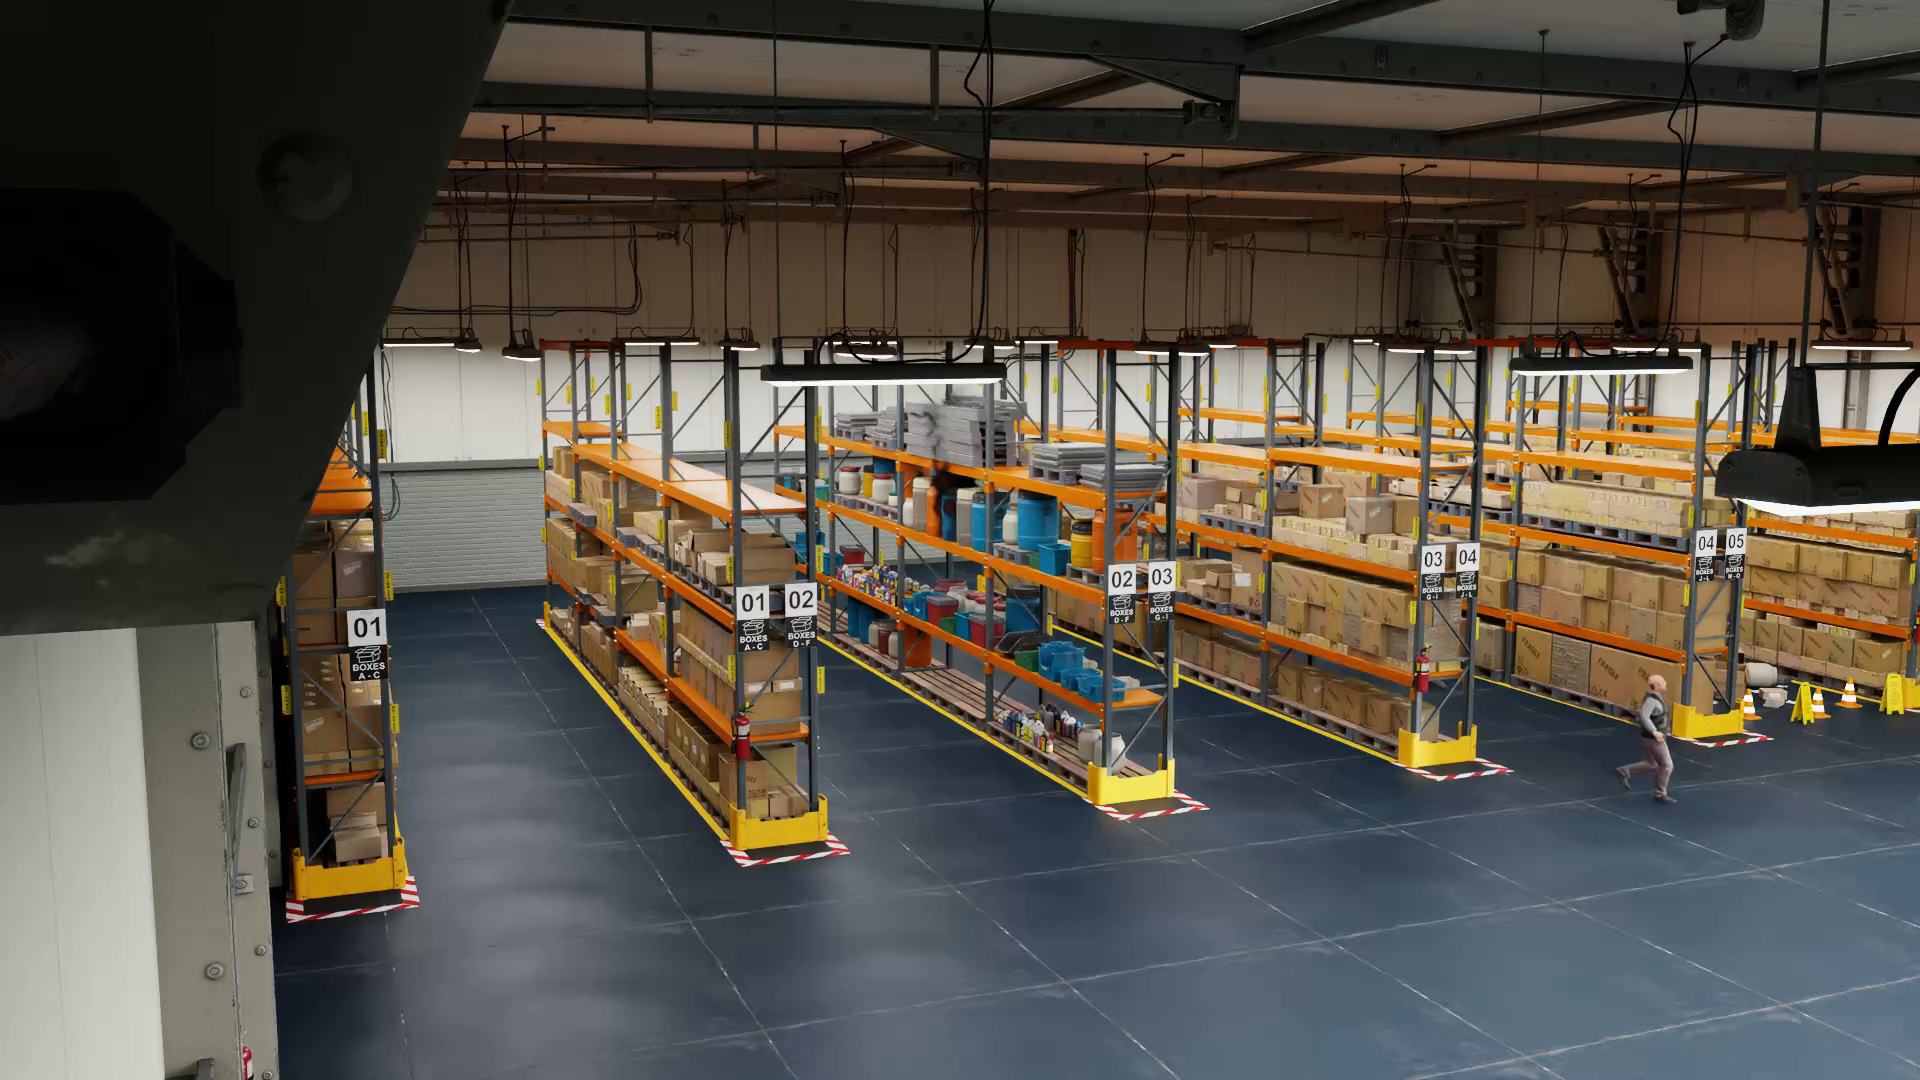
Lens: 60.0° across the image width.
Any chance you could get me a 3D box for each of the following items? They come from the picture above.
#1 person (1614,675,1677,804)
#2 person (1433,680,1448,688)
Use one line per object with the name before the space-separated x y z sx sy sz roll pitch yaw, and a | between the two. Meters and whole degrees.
person | 9.159 2.727 22.145 0.796 1.514 0.678 2 8 18
person | 8.152 1.714 29.122 0.606 1.666 0.924 -5 9 -35
